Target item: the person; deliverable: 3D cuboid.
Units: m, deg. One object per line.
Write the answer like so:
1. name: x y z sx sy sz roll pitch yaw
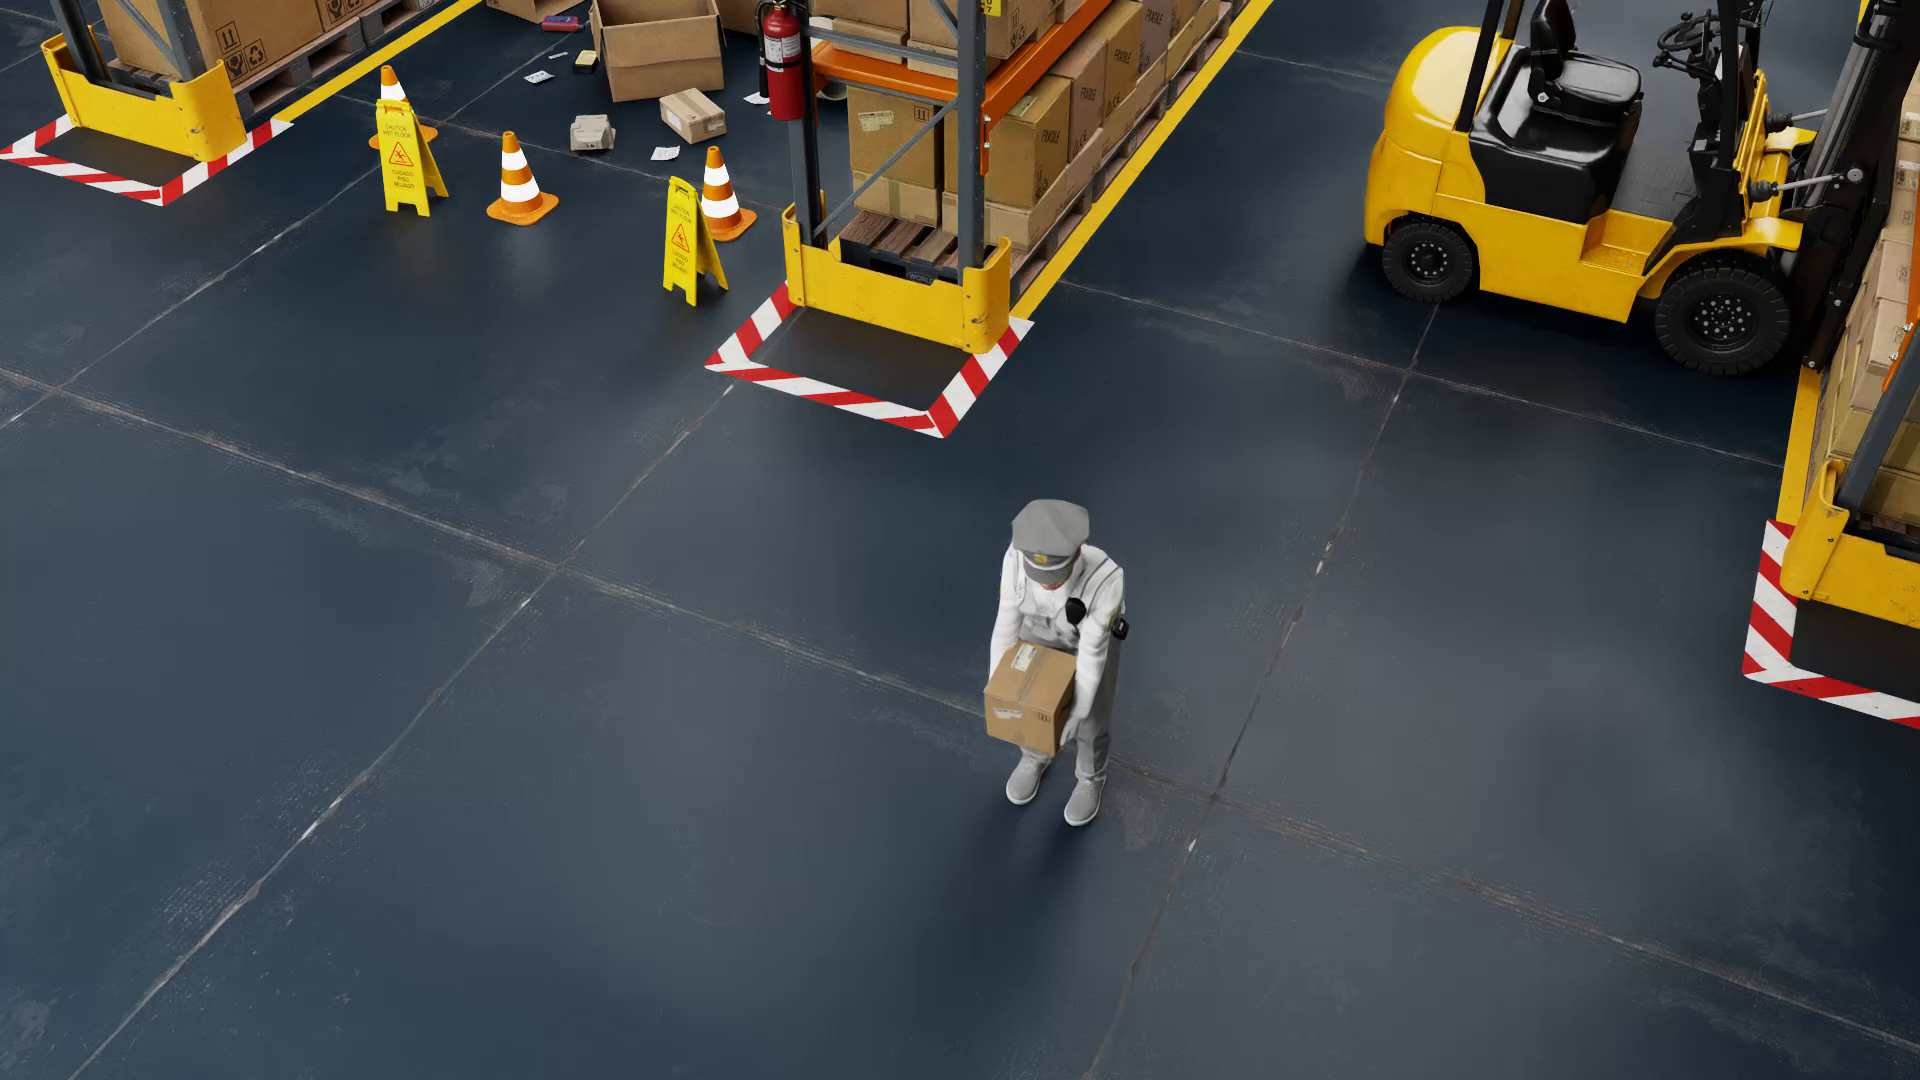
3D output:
1. person: 0.350 0.421 5.762 0.412 1.584 0.589 17 45 17
